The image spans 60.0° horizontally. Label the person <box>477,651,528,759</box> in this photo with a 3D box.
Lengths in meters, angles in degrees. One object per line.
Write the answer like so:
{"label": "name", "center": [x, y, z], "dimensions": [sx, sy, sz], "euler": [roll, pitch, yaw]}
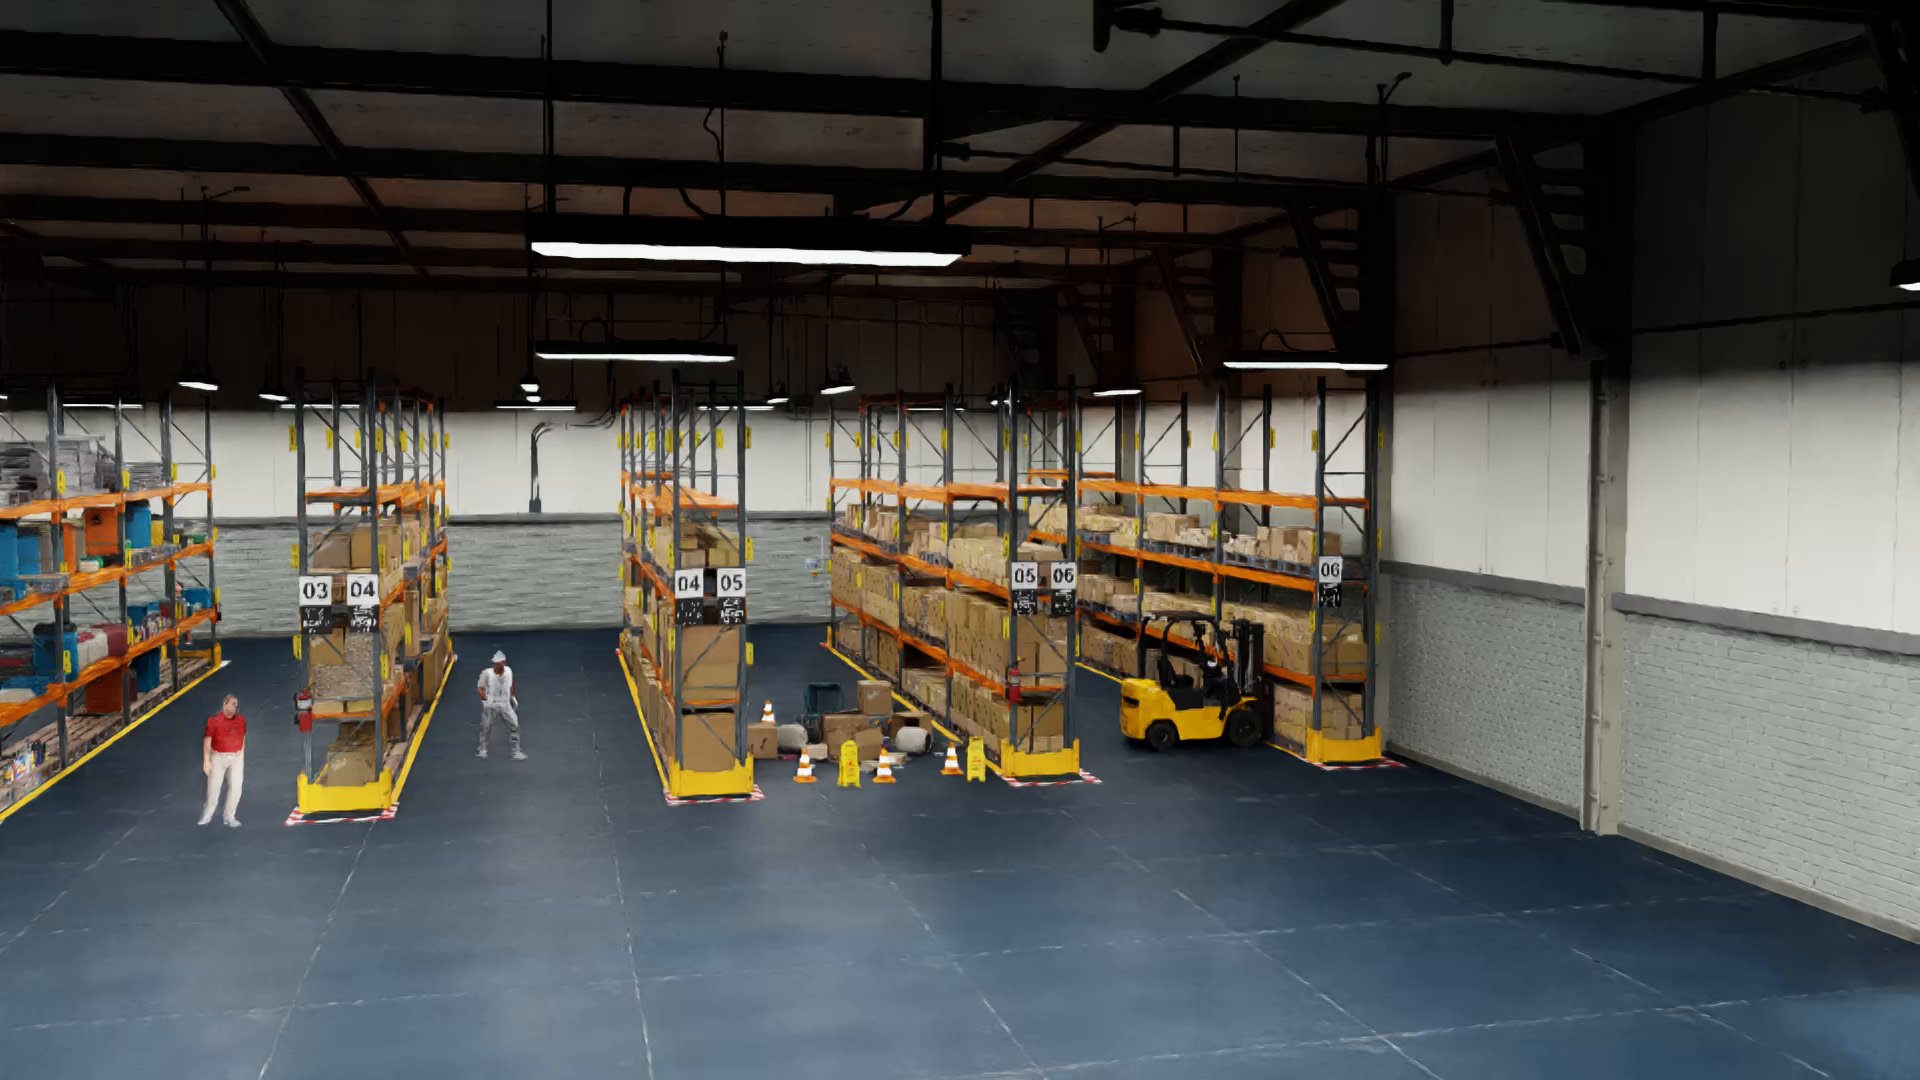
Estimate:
{"label": "person", "center": [-7.232, 2.578, 26.043], "dimensions": [0.704, 1.711, 0.831], "euler": [-2, 4, -32]}

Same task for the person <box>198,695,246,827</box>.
{"label": "person", "center": [-9.597, 2.859, 21.619], "dimensions": [0.574, 1.712, 0.590], "euler": [3, 4, 40]}

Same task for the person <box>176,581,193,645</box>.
{"label": "person", "center": [-18.846, 1.789, 40.160], "dimensions": [0.447, 1.603, 1.019], "euler": [0, 3, -5]}
